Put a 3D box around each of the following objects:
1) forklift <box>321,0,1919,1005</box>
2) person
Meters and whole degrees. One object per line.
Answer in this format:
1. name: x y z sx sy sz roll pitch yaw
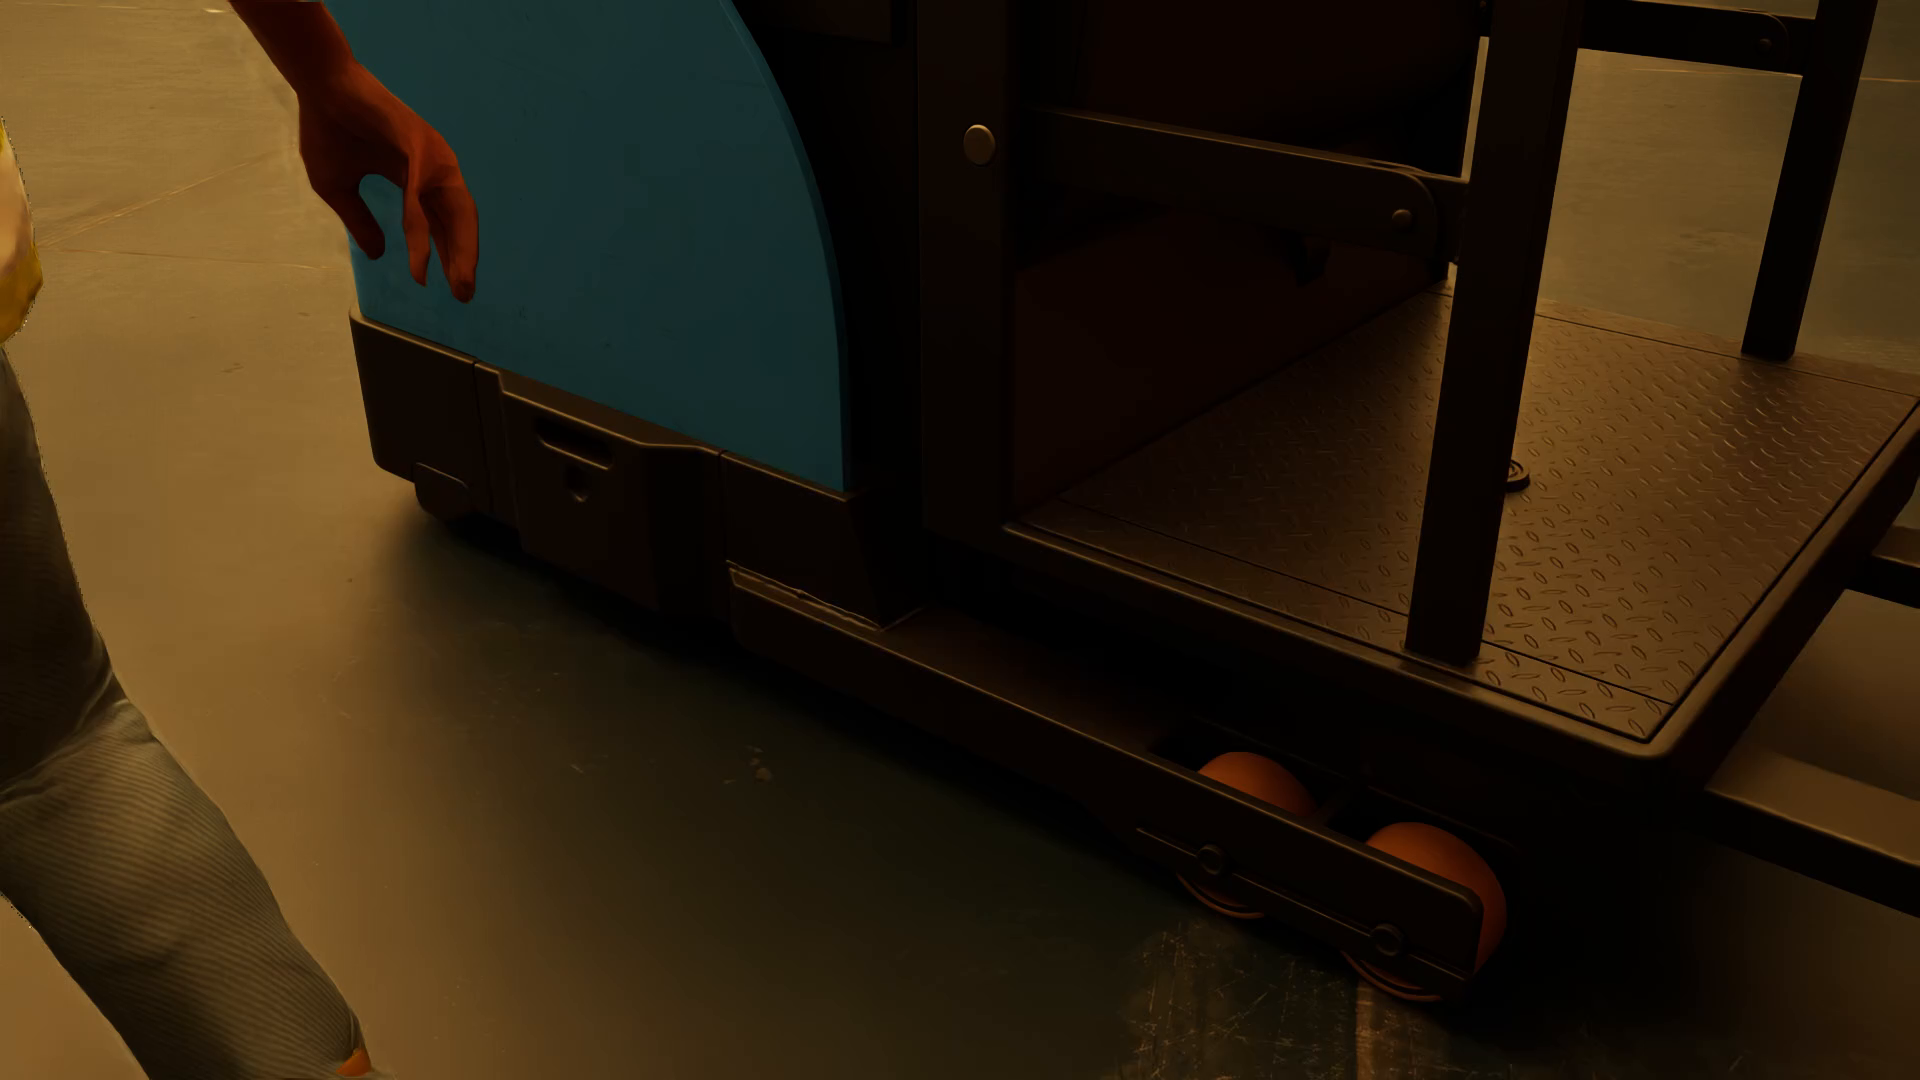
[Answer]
1. forklift: 0.541 -1.133 1.492 3.031 2.935 1.130 20 33 34
2. person: -0.663 -0.140 0.910 0.494 1.688 0.918 15 30 27
